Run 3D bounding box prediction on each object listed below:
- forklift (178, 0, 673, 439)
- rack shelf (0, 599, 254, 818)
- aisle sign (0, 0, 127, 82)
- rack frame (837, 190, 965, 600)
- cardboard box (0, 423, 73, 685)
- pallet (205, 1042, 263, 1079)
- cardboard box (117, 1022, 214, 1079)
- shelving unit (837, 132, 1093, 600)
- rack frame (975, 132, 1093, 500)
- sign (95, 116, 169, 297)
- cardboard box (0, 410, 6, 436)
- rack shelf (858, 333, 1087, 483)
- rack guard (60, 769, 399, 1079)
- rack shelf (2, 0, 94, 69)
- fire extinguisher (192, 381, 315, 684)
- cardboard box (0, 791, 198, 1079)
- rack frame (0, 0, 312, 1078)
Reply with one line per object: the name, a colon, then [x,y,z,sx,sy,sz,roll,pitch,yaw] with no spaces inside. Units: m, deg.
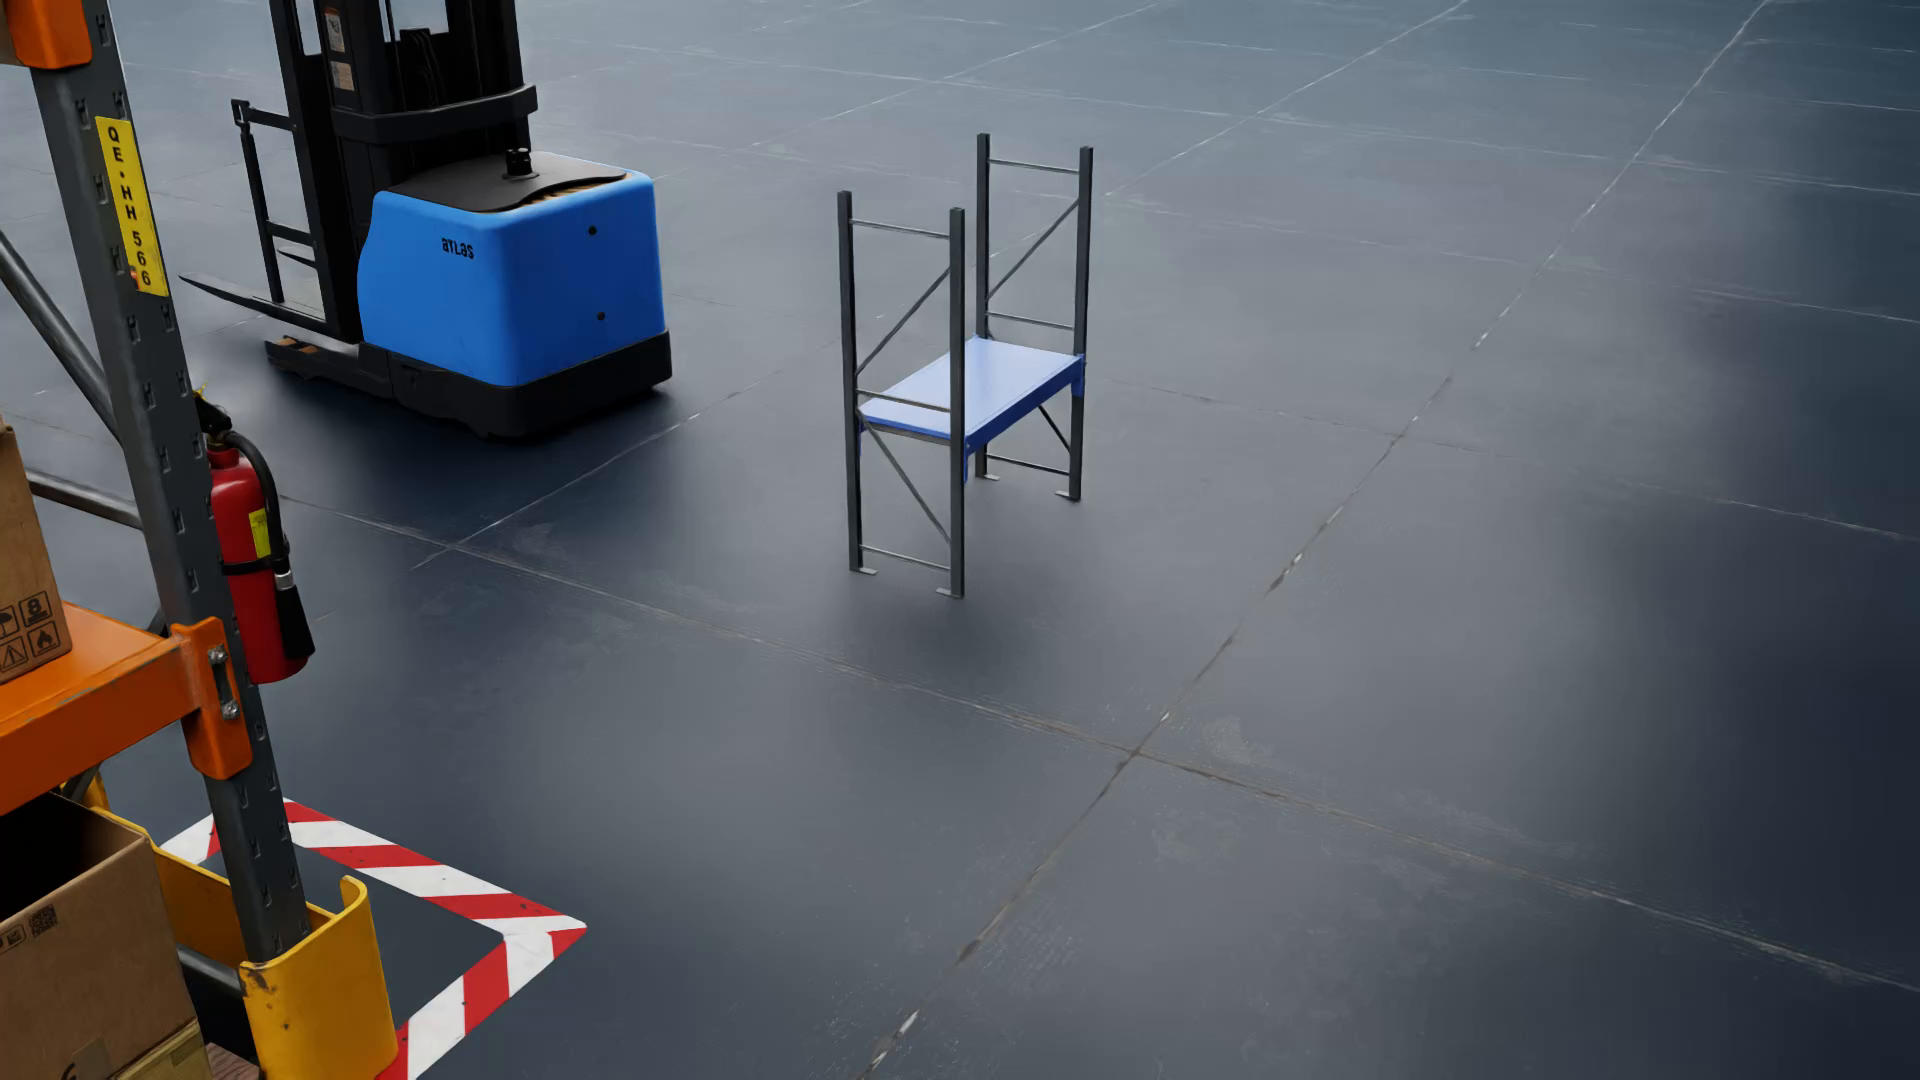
forklift: [-2.903,-2.286,8.043,3.031,2.935,1.130,19,32,32]
rack shelf: [-2.976,0.988,2.228,1.077,0.370,4.000,14,30,26]
aisle sign: [-1.704,-1.236,2.964,0.394,0.787,0.004,14,30,26]
rack frame: [-0.208,-0.506,6.085,0.500,1.500,0.032,14,30,26]
cardboard box: [-2.232,0.022,3.244,0.700,0.500,0.500,14,30,26]
pallet: [-2.331,1.441,3.635,1.003,0.211,1.213,14,30,26]
cardboard box: [-1.998,1.203,3.598,0.500,0.250,0.500,14,30,26]
shelving unit: [0.042,-0.704,6.481,0.538,1.500,1.048,14,30,26]
rack frame: [0.292,-0.902,6.876,0.500,1.500,0.032,14,30,26]
sign: [-1.526,-0.612,3.063,0.100,0.325,0.005,14,30,26]
cardboard box: [-2.014,-0.257,3.075,0.380,0.149,0.250,14,30,25]
rack shelf: [0.042,-0.543,6.561,0.538,0.185,1.000,14,30,26]
rack guard: [-1.980,0.996,4.202,1.175,0.500,0.348,14,30,26]
rack shelf: [-2.976,-0.353,1.557,1.077,0.370,4.000,14,30,26]
fire extinguisher: [-1.529,-0.022,3.529,0.296,0.674,0.183,14,30,26]
cardboard box: [-1.996,0.868,3.429,0.500,0.500,0.500,14,30,26]
rack frame: [-1.992,-0.113,3.624,1.000,3.000,0.127,14,30,26]
